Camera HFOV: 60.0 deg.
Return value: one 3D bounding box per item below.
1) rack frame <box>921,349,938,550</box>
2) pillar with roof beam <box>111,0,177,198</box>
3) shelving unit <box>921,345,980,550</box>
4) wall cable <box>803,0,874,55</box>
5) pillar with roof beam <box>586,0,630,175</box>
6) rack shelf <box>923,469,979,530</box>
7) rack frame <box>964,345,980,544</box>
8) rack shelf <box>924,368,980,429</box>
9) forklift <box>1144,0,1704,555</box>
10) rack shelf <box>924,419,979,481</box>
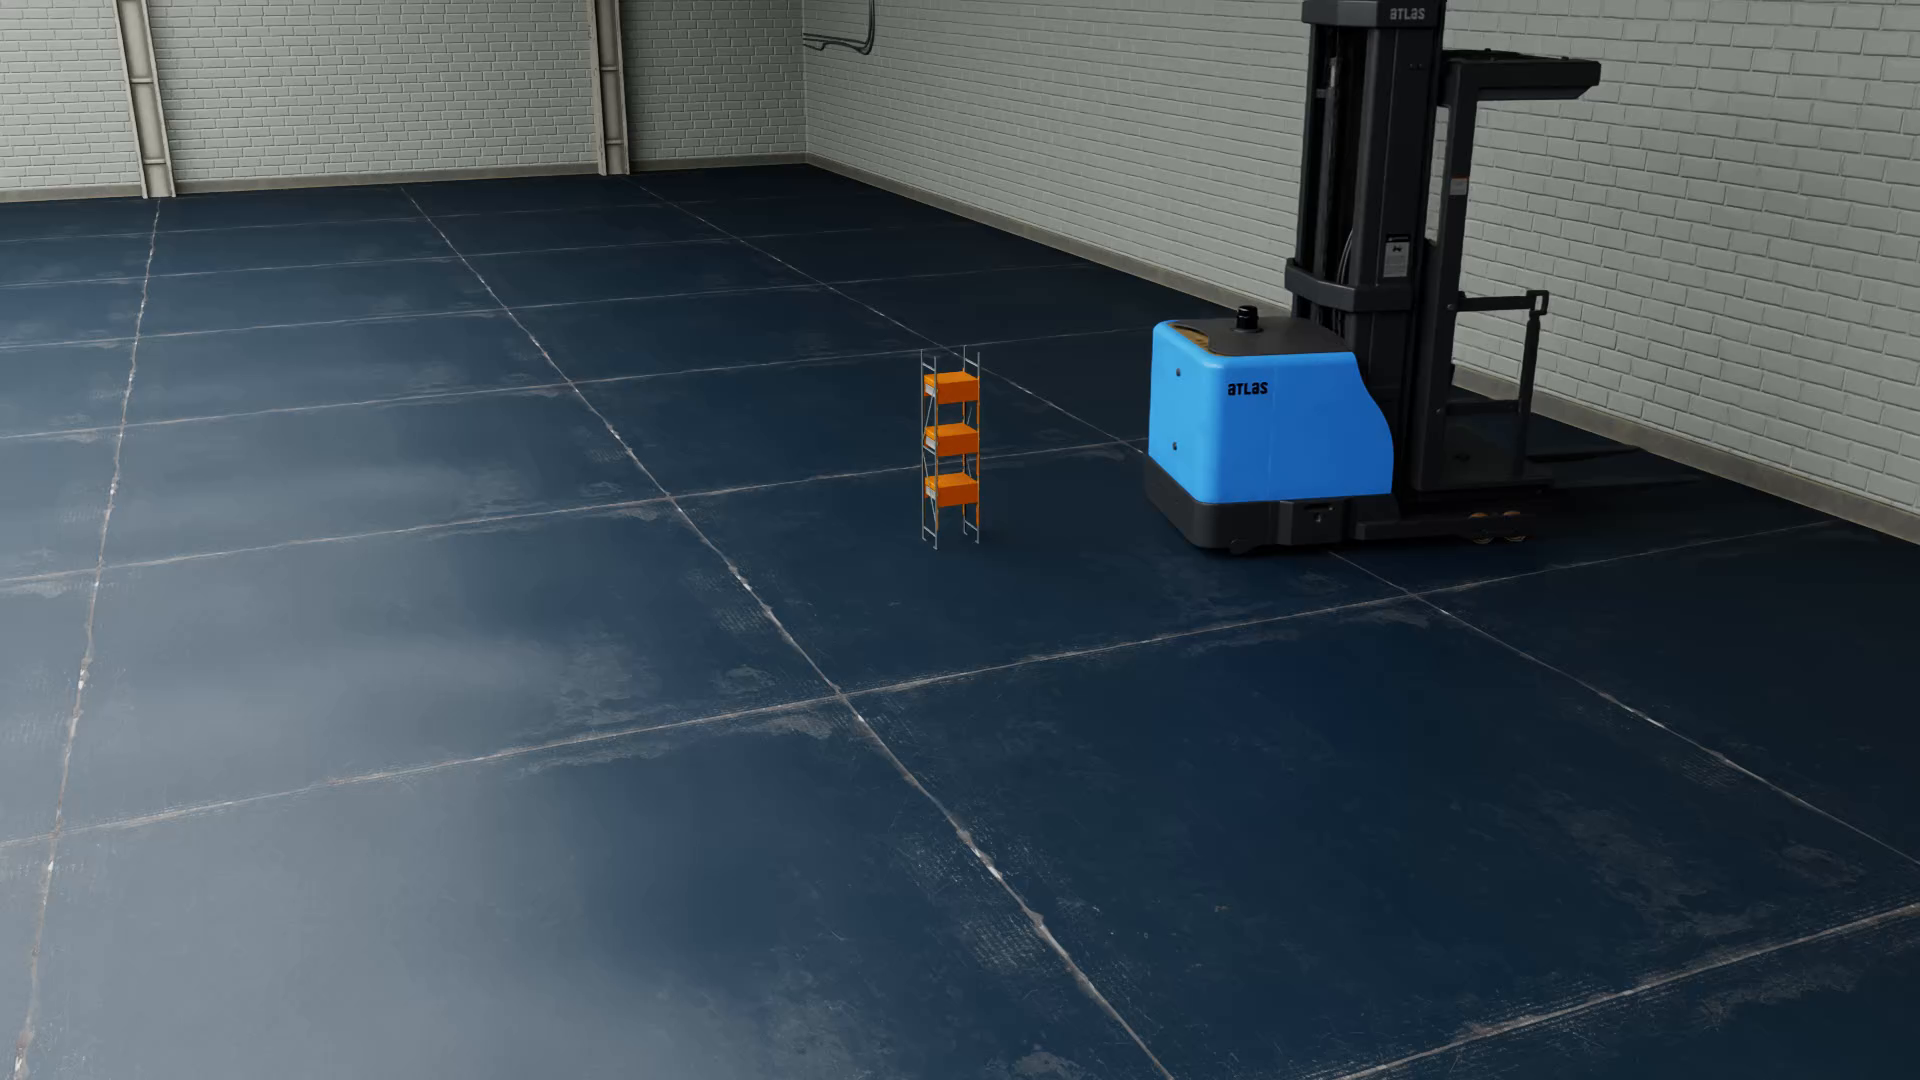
[{"bbox_3d":[-0.161,-0.472,8.782,0.008,1.050,0.200,-8,21,-22],"label":"rack frame"},{"bbox_3d":[-8.817,-7.456,16.650,0.400,9.000,9.100,-8,21,-22],"label":"pillar with roof beam"},{"bbox_3d":[-0.049,-0.488,8.828,0.252,1.050,0.215,-8,21,-22],"label":"shelving unit"},{"bbox_3d":[-1.784,-8.078,23.091,0.112,2.526,3.097,-8,21,-22],"label":"wall cable"},{"bbox_3d":[-3.308,-8.246,18.891,0.400,9.000,9.100,-8,21,-22],"label":"pillar with roof beam"},{"bbox_3d":[-0.049,-0.216,8.924,0.240,0.259,0.215,-8,21,-22],"label":"rack shelf"},{"bbox_3d":[0.063,-0.504,8.873,0.008,1.050,0.200,-8,21,-22],"label":"rack frame"},{"bbox_3d":[-0.049,-0.746,8.737,0.240,0.259,0.215,-8,21,-22],"label":"rack shelf"},{"bbox_3d":[2.627,-1.529,8.951,3.031,2.935,1.130,-4,20,-10],"label":"forklift"},{"bbox_3d":[-0.049,-0.478,8.831,0.240,0.259,0.215,-8,21,-22],"label":"rack shelf"}]
